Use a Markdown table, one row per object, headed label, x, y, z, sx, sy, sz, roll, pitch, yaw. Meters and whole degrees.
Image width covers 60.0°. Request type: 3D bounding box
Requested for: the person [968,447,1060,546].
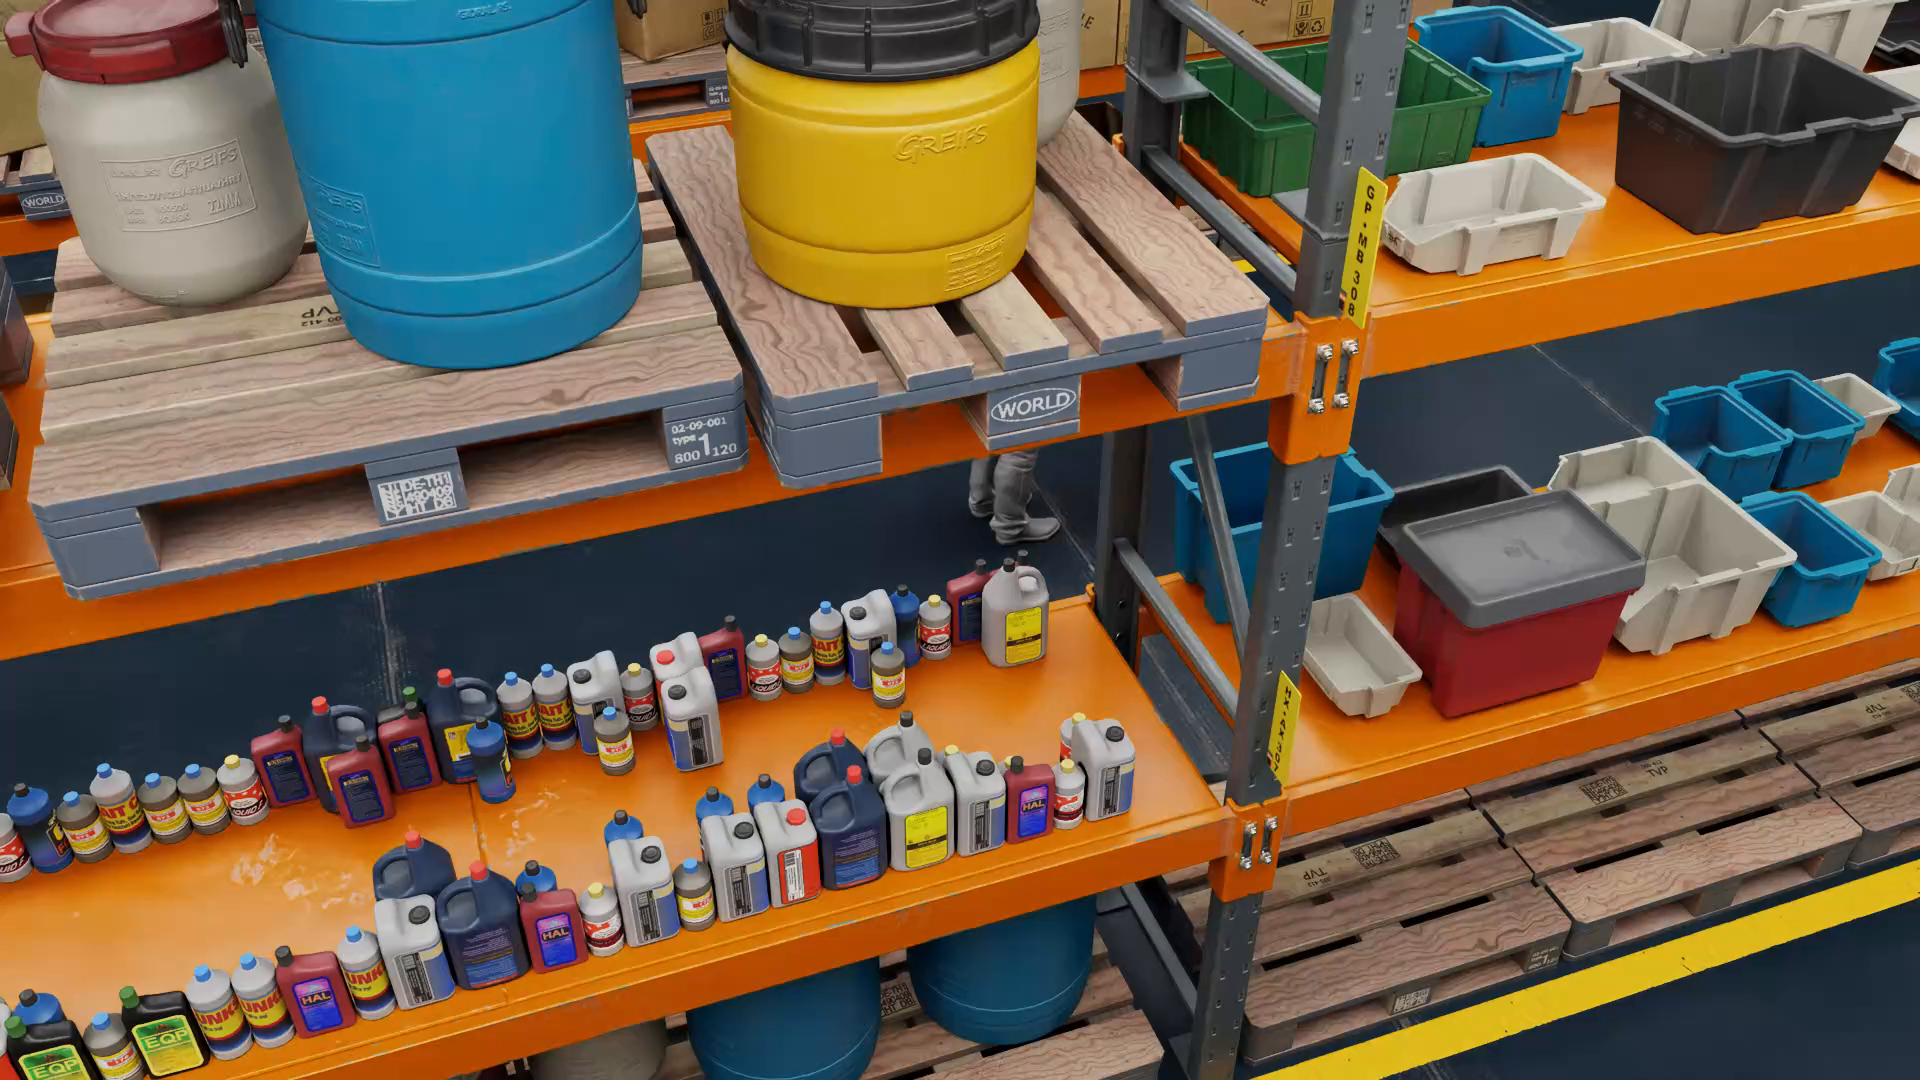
| label | x | y | z | sx | sy | sz | roll | pitch | yaw |
| --- | --- | --- | --- | --- | --- | --- | --- | --- | --- |
| person | 0.266 | -0.792 | 7.169 | 0.587 | 1.760 | 0.503 | -12 | 39 | -15 |
